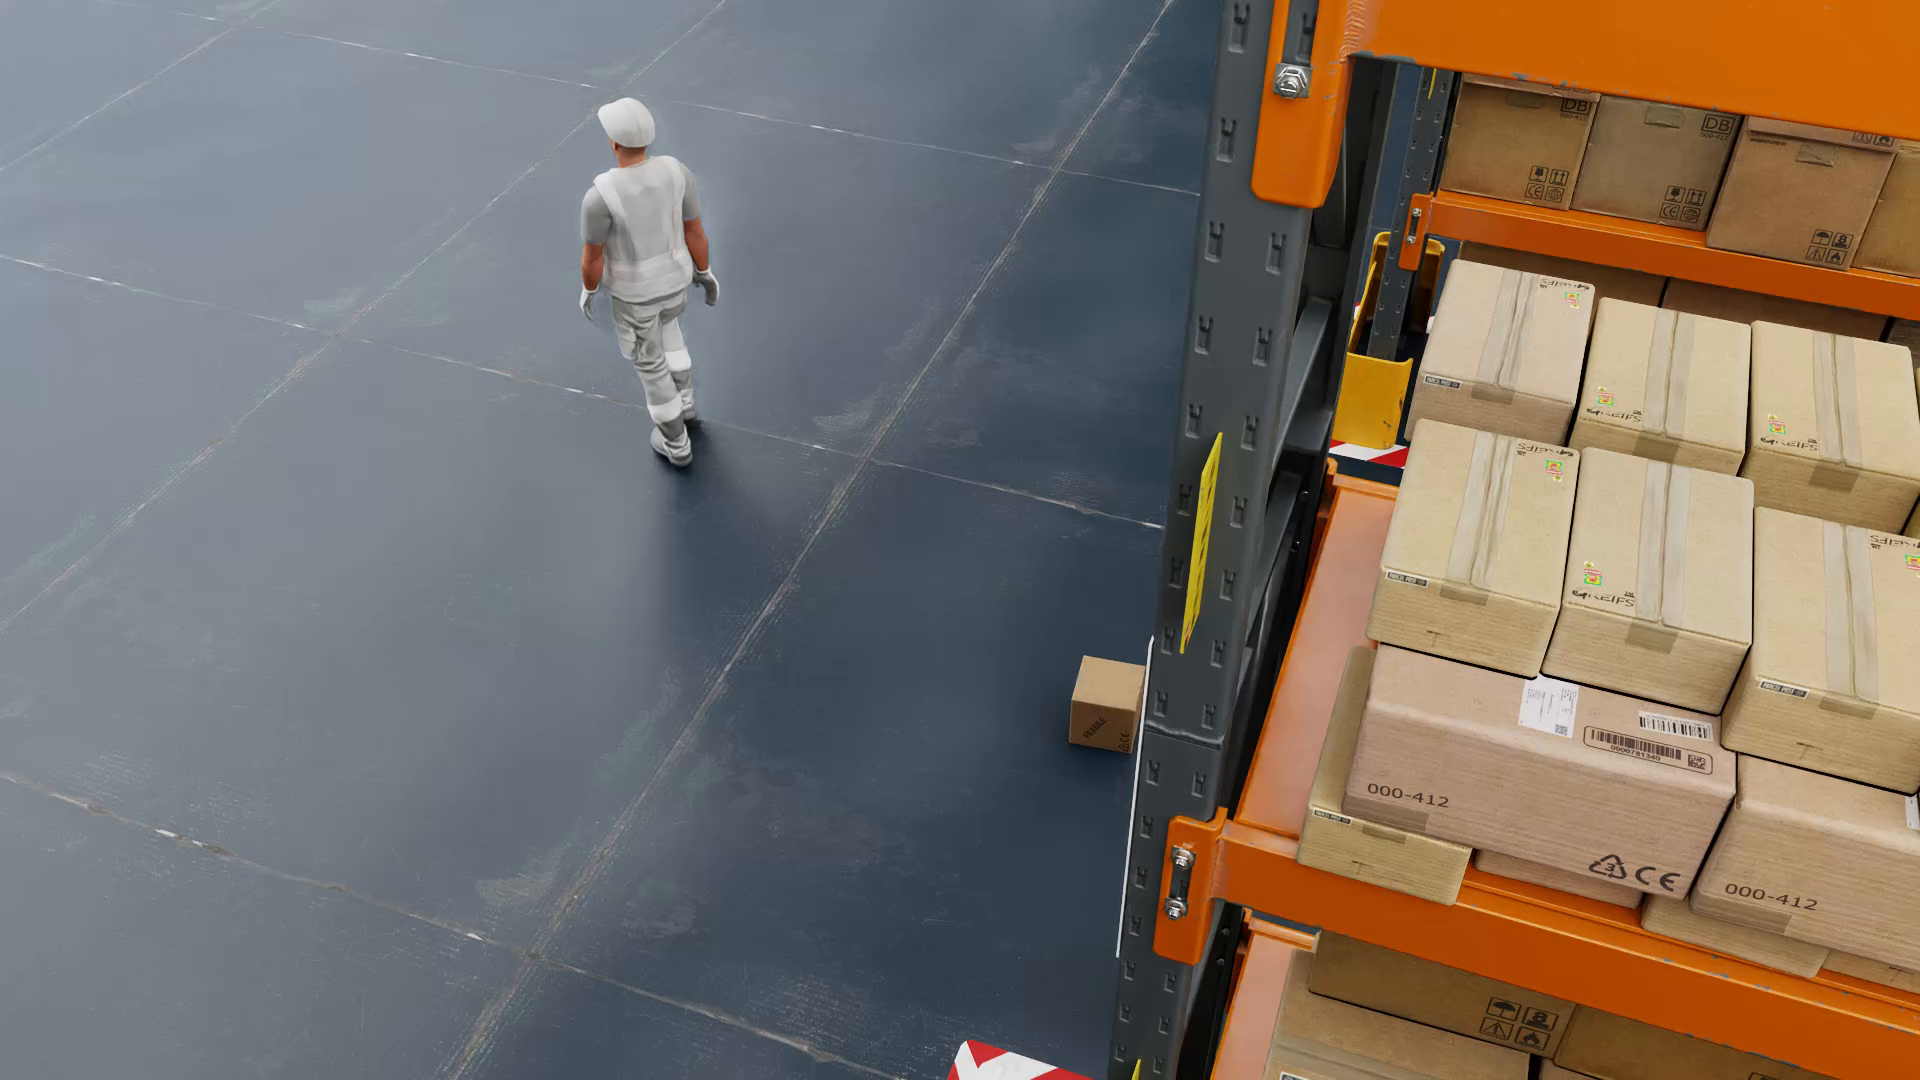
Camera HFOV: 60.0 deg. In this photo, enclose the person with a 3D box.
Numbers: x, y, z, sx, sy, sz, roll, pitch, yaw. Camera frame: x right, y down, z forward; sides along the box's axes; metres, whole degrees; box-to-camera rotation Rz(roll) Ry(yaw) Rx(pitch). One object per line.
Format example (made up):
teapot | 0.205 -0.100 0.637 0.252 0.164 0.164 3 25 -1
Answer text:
person | -1.406 -1.140 7.441 0.586 1.827 0.504 -27 48 -27
